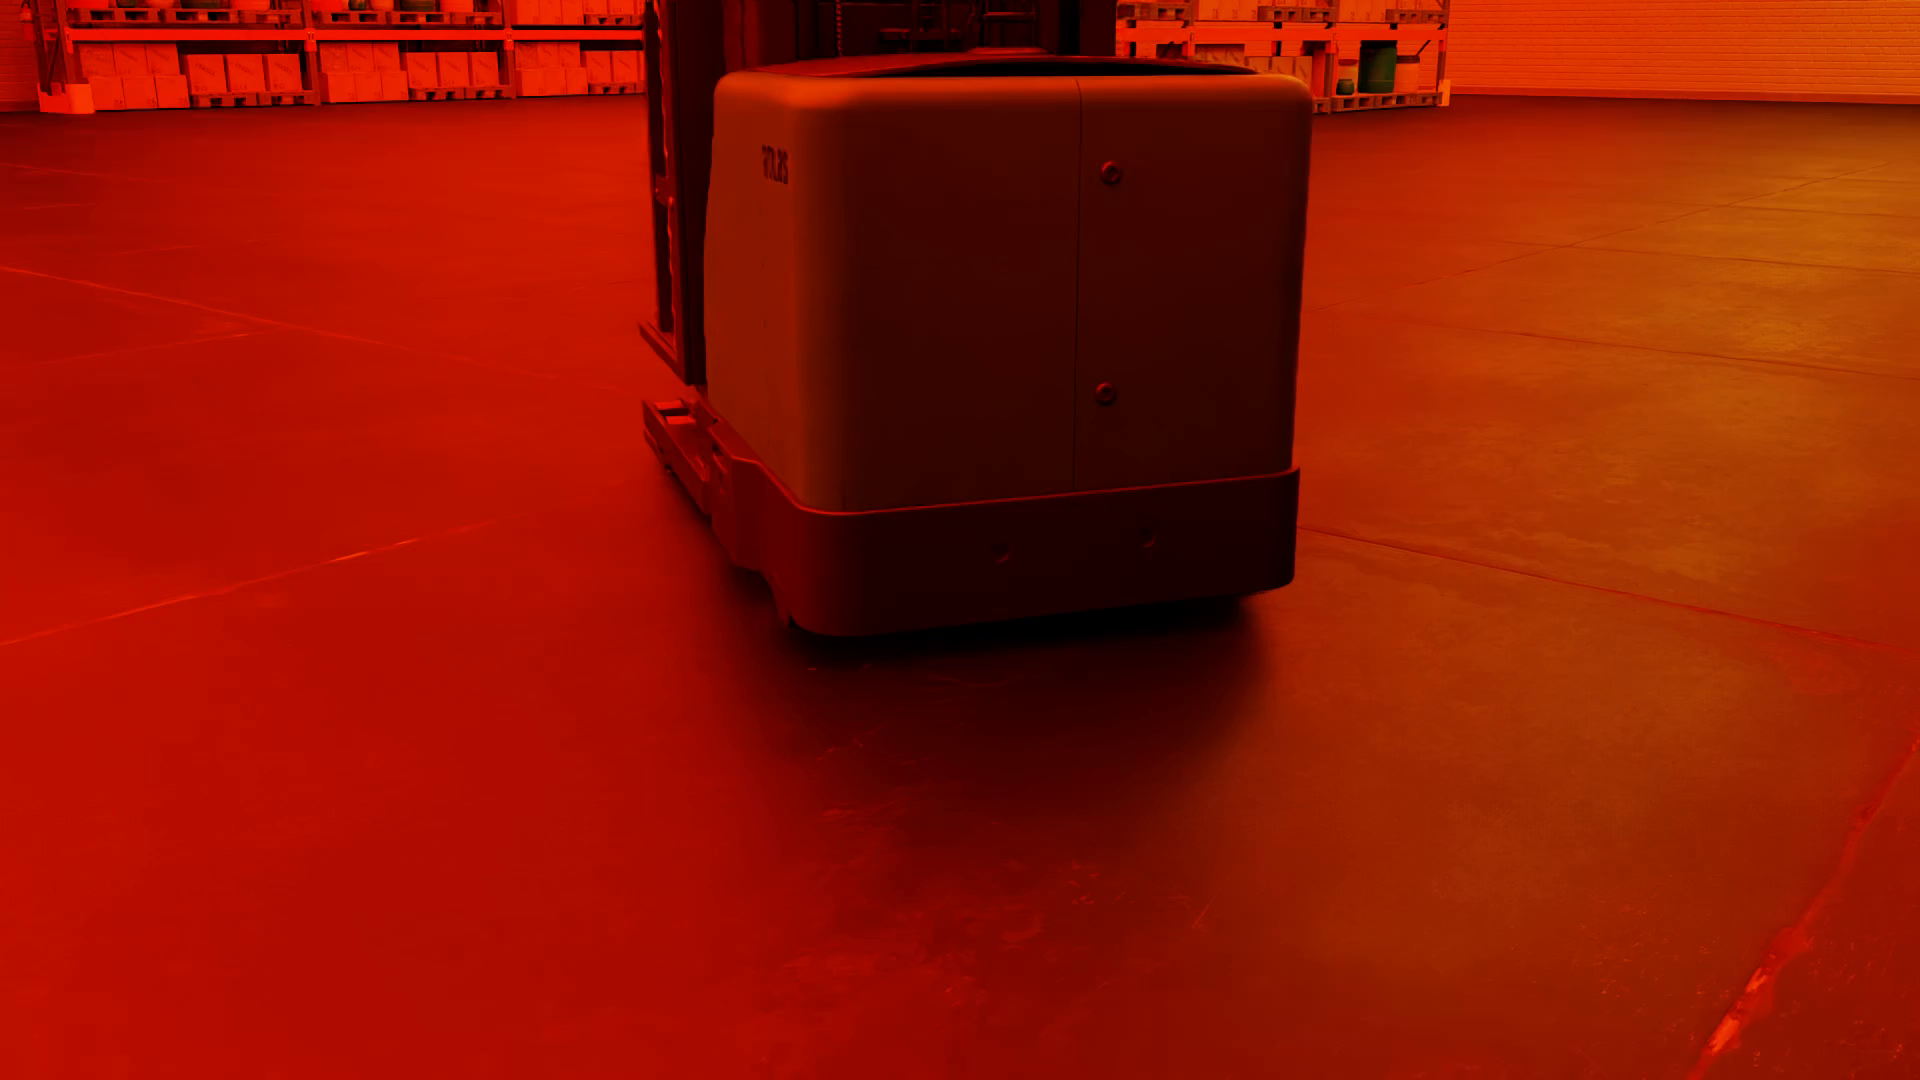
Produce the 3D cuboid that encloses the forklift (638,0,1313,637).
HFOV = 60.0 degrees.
[{"bbox_3d":[-0.262,-1.609,4.197,1.130,2.935,3.031,-6,18,-18],"label":"forklift"}]
